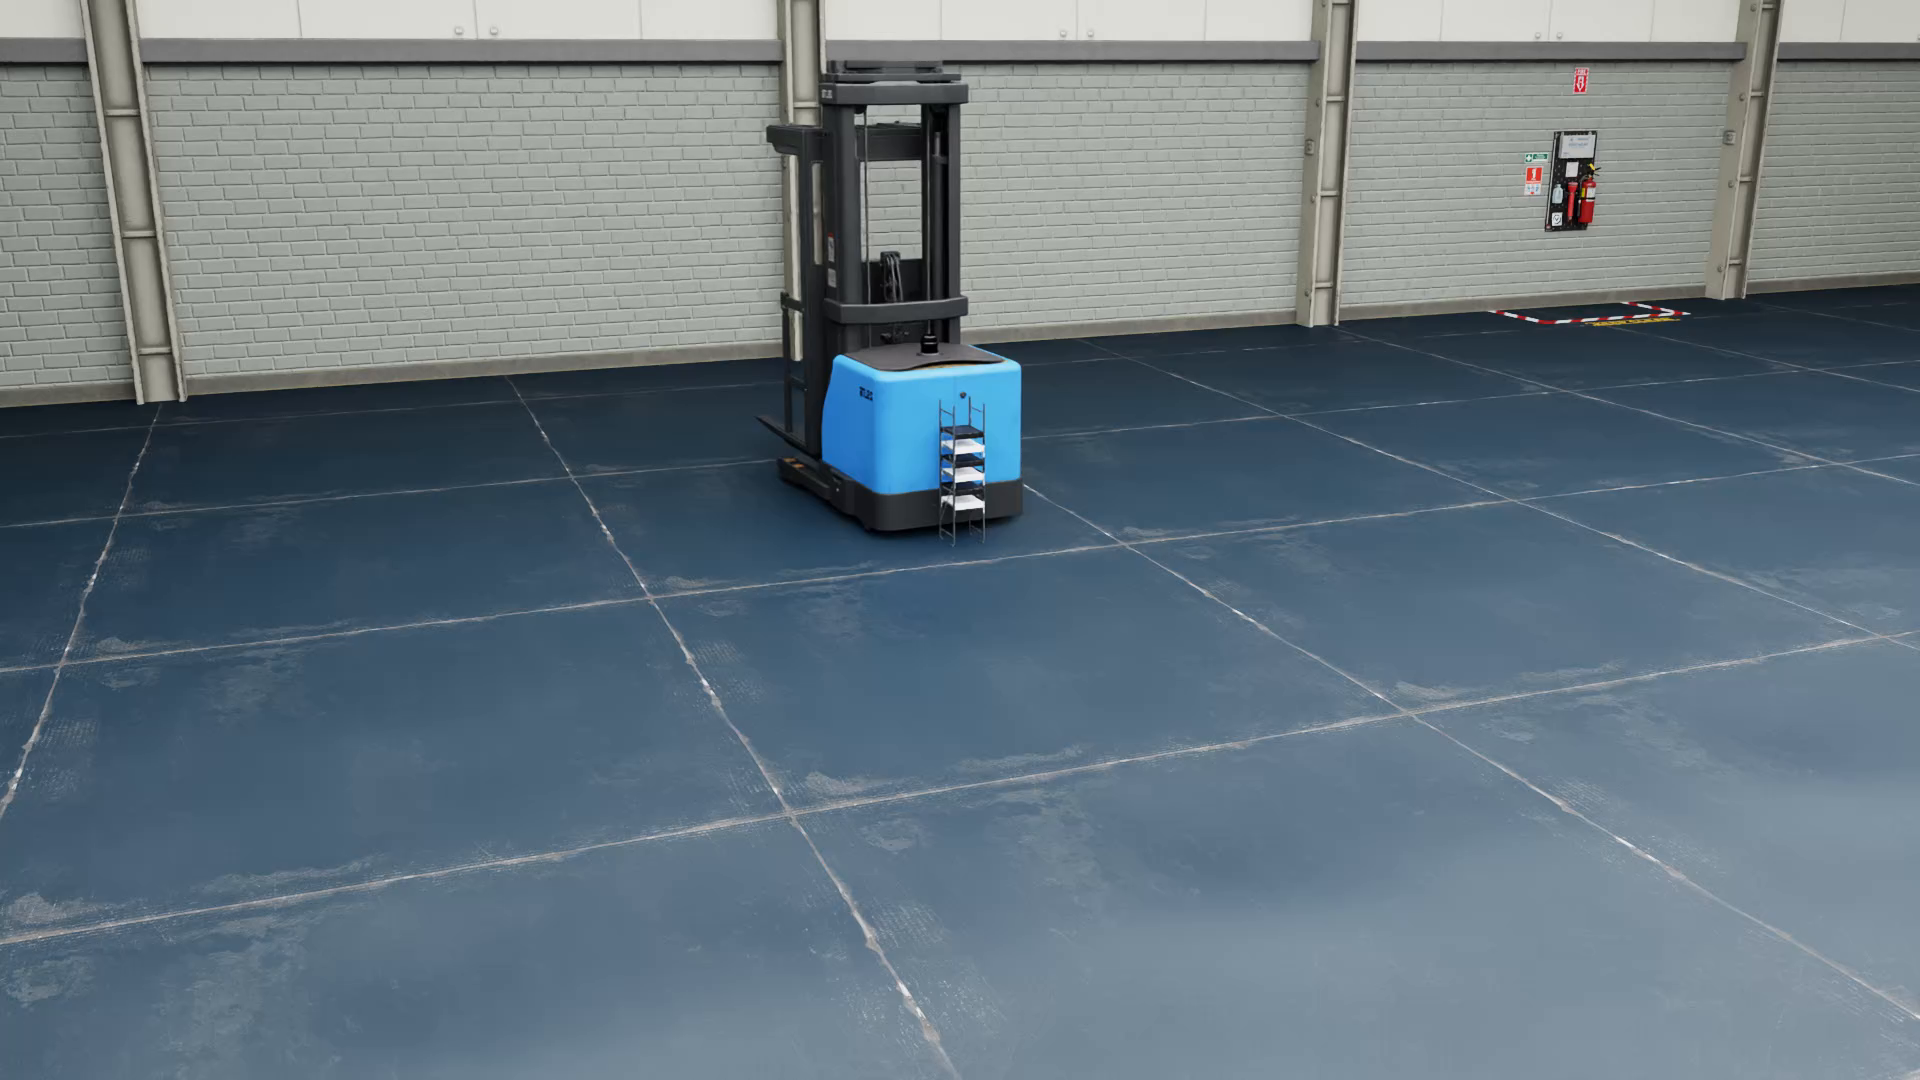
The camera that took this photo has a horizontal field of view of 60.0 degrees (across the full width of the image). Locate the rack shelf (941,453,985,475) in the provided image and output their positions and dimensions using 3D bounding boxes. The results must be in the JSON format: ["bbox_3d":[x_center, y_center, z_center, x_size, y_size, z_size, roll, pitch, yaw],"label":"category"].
[{"bbox_3d":[0.012,-0.485,10.452,0.200,0.077,0.258,-7,18,-22],"label":"rack shelf"}]

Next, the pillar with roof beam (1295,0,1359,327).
[{"bbox_3d":[5.613,-5.651,13.871,0.400,9.000,9.100,-6,17,-20],"label":"pillar with roof beam"}]

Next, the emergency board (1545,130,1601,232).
[{"bbox_3d":[7.354,-4.271,19.819,0.643,1.169,0.194,-6,17,-20],"label":"emergency board"}]

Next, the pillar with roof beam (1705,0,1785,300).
[{"bbox_3d":[11.215,-6.256,15.931,0.400,9.000,9.100,-6,17,-20],"label":"pillar with roof beam"}]

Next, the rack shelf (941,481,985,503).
[{"bbox_3d":[0.012,-0.312,10.503,0.200,0.077,0.258,-7,18,-22],"label":"rack shelf"}]

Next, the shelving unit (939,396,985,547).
[{"bbox_3d":[0.012,-0.431,10.468,0.210,0.900,0.258,-7,18,-22],"label":"shelving unit"}]

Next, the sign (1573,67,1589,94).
[{"bbox_3d":[7.311,-5.409,19.579,0.199,0.298,0.001,-6,17,-20],"label":"sign"}]

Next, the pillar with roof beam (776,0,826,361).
[{"bbox_3d":[0.010,-5.046,11.811,0.400,9.000,9.100,-6,17,-20],"label":"pillar with roof beam"}]

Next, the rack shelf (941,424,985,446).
[{"bbox_3d":[0.012,-0.658,10.401,0.200,0.077,0.258,-7,18,-22],"label":"rack shelf"}]

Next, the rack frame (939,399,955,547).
[{"bbox_3d":[-0.081,-0.419,10.429,0.006,0.900,0.240,-7,18,-22],"label":"rack frame"}]

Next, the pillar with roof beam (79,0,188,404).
[{"bbox_3d":[-5.593,-4.441,9.751,0.400,9.000,9.100,-6,17,-20],"label":"pillar with roof beam"}]

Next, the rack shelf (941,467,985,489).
[{"bbox_3d":[0.012,-0.399,10.477,0.200,0.077,0.258,-7,18,-22],"label":"rack shelf"}]

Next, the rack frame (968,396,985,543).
[{"bbox_3d":[0.105,-0.442,10.507,0.006,0.900,0.240,-7,18,-22],"label":"rack frame"}]

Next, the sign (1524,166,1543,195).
[{"bbox_3d":[6.800,-4.260,19.717,0.234,0.329,0.001,-6,17,-20],"label":"sign"}]

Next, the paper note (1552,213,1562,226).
[{"bbox_3d":[7.164,-3.849,19.945,0.142,0.148,0.016,-6,17,-20],"label":"paper note"}]

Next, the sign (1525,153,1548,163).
[{"bbox_3d":[6.808,-4.512,19.636,0.331,0.109,0.001,-6,17,-20],"label":"sign"}]

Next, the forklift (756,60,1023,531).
[{"bbox_3d":[-0.671,-1.833,11.638,1.130,2.935,3.031,-7,18,-24],"label":"forklift"}]

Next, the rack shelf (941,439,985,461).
[{"bbox_3d":[0.012,-0.571,10.427,0.200,0.077,0.258,-7,18,-22],"label":"rack shelf"}]

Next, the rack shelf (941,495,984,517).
[{"bbox_3d":[0.012,-0.226,10.528,0.200,0.077,0.258,-7,18,-22],"label":"rack shelf"}]
